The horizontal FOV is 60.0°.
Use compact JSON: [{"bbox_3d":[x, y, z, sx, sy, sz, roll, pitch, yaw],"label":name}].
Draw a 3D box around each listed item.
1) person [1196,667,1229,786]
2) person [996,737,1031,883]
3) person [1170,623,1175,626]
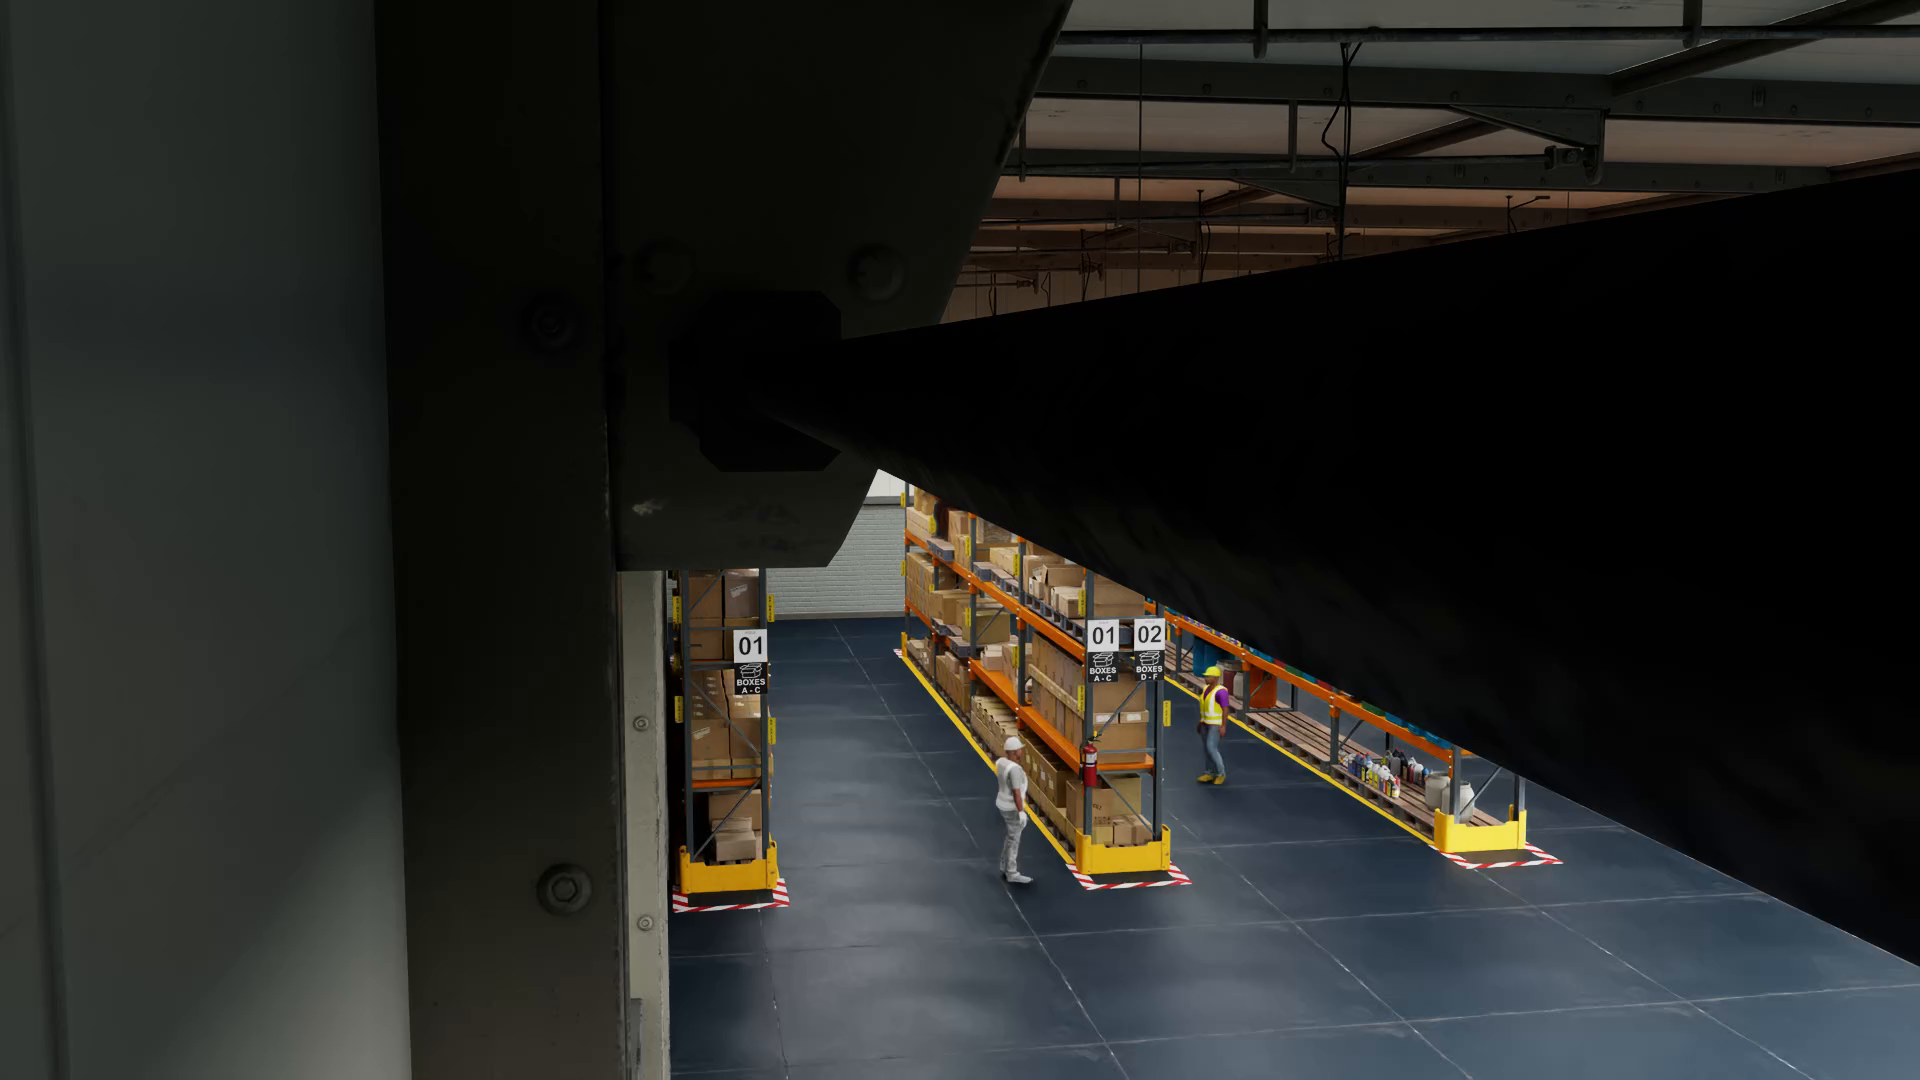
[{"bbox_3d":[3.833,2.820,25.375,0.388,1.784,0.618,-3,6,-24],"label":"person"},{"bbox_3d":[0.656,3.343,20.526,0.380,1.843,0.618,-1,6,-14],"label":"person"},{"bbox_3d":[5.350,1.236,40.700,0.636,1.803,0.431,-1,6,-11],"label":"person"}]
